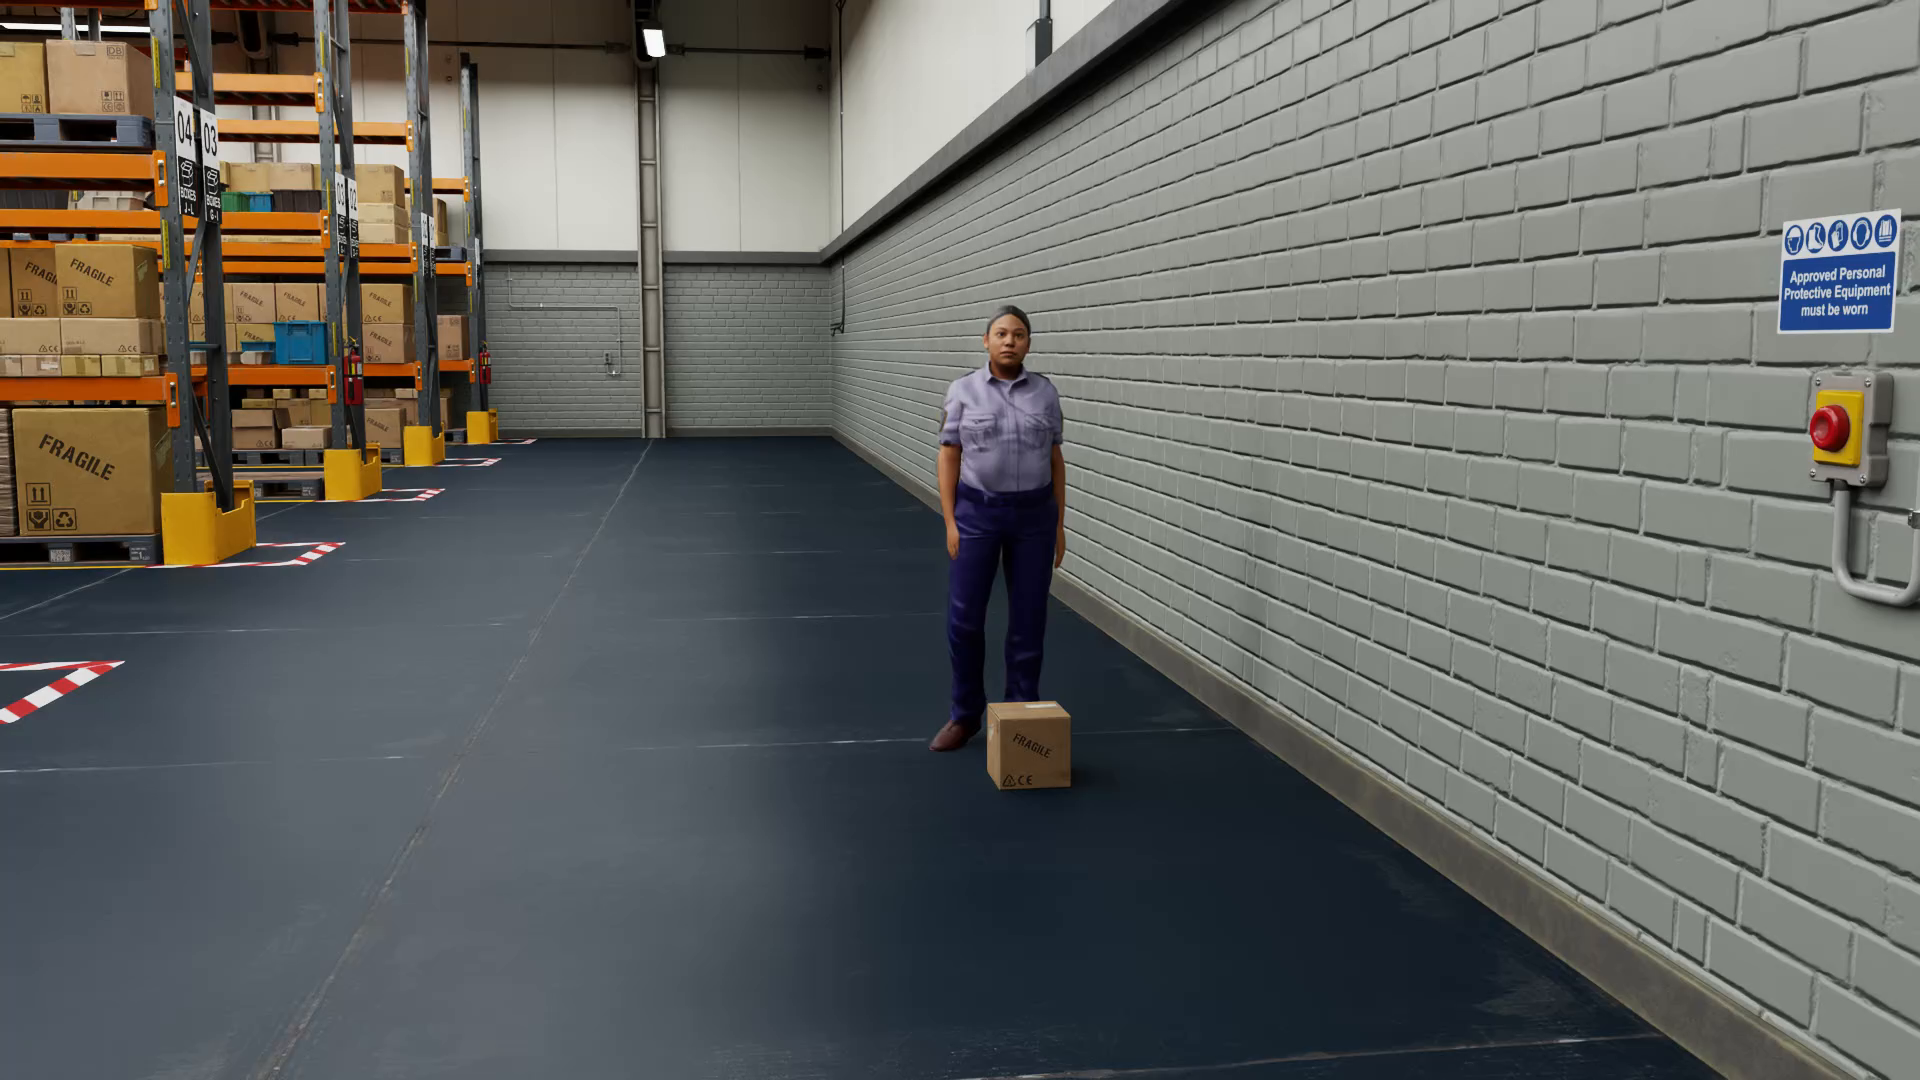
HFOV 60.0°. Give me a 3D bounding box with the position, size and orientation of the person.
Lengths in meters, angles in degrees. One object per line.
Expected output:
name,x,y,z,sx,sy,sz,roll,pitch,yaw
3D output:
person,0.139,-0.032,6.202,0.517,1.672,0.377,-1,7,-9
